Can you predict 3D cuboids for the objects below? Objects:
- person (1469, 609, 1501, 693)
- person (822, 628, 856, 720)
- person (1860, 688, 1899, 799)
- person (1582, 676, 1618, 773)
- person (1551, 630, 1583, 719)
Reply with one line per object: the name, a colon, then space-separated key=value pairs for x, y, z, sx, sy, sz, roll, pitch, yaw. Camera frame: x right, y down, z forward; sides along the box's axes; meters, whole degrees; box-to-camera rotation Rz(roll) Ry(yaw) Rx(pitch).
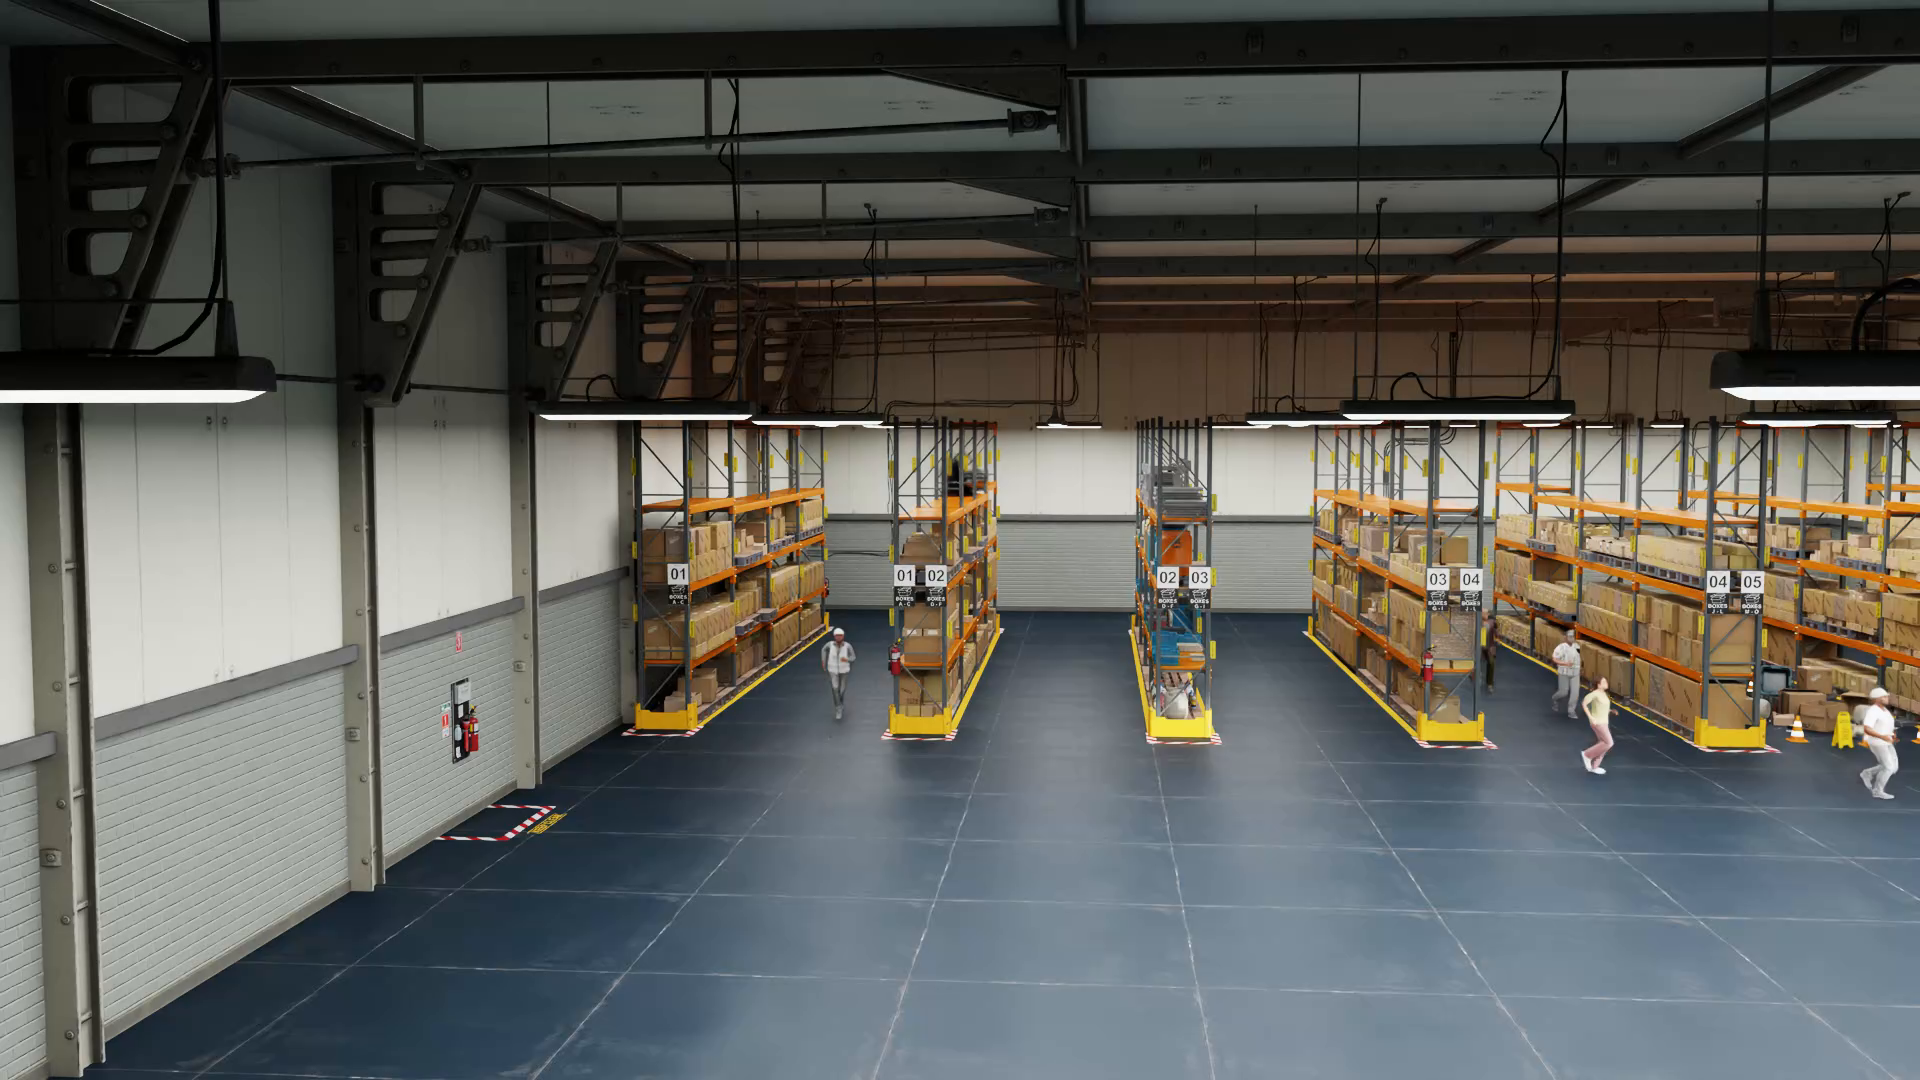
person: x=11.631 y=2.423 z=36.933 sx=0.725 sy=1.825 sz=1.032 roll=0 pitch=4 yaw=1
person: x=-2.433 y=2.661 z=33.419 sx=0.678 sy=1.814 sz=0.944 roll=0 pitch=4 yaw=-4
person: x=14.350 y=3.167 z=25.954 sx=0.697 sy=1.718 sz=0.606 roll=-3 pitch=5 yaw=-42
person: x=10.714 y=3.085 z=27.816 sx=0.514 sy=1.638 sz=0.624 roll=3 pitch=5 yaw=43
person: x=12.186 y=2.662 z=33.359 sx=0.670 sy=1.755 sz=0.796 roll=-1 pitch=4 yaw=-9
